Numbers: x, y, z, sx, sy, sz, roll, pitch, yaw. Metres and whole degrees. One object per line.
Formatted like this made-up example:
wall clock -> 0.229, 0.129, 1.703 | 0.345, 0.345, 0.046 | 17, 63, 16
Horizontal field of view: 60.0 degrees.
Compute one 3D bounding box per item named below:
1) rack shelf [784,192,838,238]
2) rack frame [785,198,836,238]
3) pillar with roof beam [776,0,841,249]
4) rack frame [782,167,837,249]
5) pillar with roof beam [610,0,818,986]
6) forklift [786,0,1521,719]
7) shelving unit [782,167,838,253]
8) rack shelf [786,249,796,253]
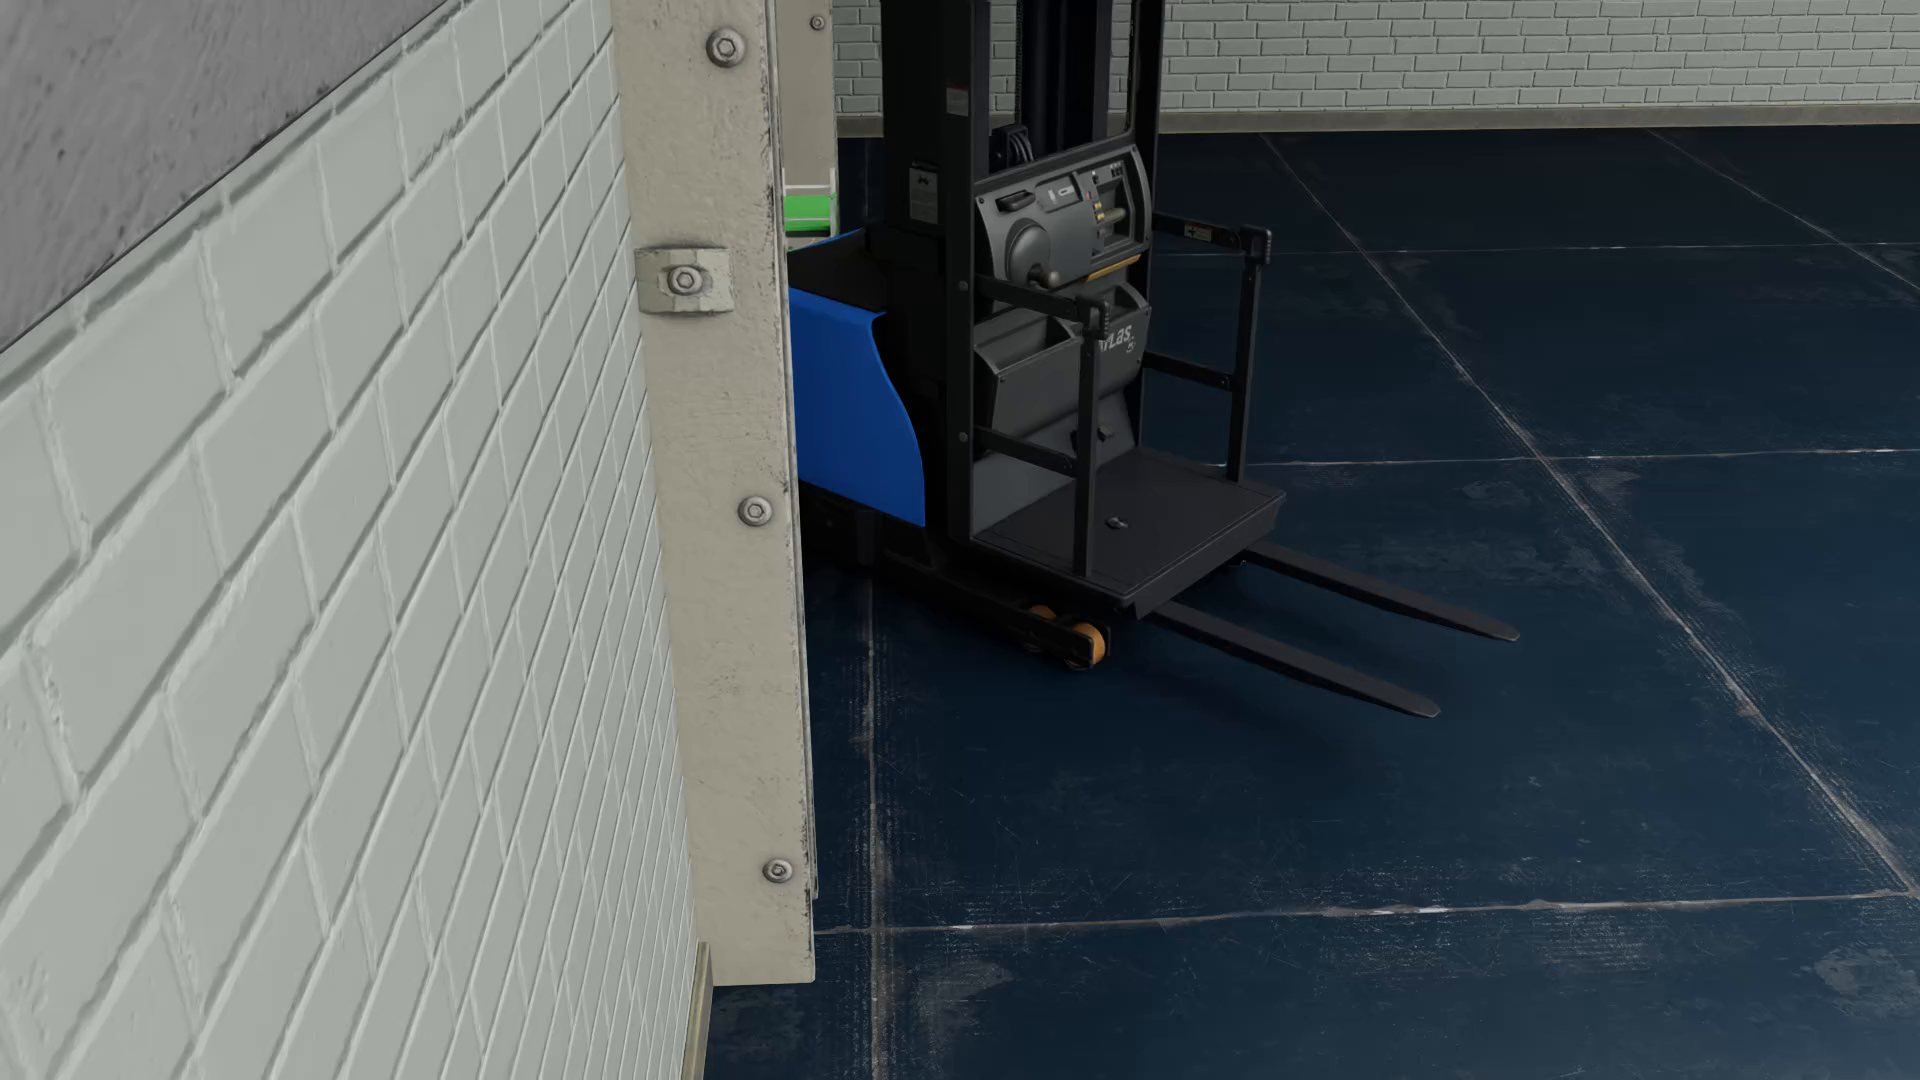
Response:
rack shelf -> -0.654, -1.354, 7.148 | 0.258, 0.148, 0.480 | -2, 28, -3
rack frame -> -0.638, -0.872, 7.124 | 0.240, 1.200, 0.015 | -2, 28, -3
pillar with roof beam -> 3.430, -5.764, 8.071 | 9.100, 9.000, 0.400 | -1, 28, -3
rack frame -> -0.669, -1.097, 7.556 | 0.240, 1.200, 0.015 | -2, 28, -3
pillar with roof beam -> 3.744, -2.993, 2.758 | 9.100, 9.000, 0.400 | -1, 28, -3
forklift -> 0.537, -1.116, 5.719 | 3.031, 2.935, 1.130 | 21, 34, 35
shelving unit -> -0.654, -0.985, 7.340 | 0.258, 1.200, 0.503 | -2, 28, -3
rack shelf -> -0.654, -1.141, 7.259 | 0.258, 0.148, 0.480 | -2, 28, -3
